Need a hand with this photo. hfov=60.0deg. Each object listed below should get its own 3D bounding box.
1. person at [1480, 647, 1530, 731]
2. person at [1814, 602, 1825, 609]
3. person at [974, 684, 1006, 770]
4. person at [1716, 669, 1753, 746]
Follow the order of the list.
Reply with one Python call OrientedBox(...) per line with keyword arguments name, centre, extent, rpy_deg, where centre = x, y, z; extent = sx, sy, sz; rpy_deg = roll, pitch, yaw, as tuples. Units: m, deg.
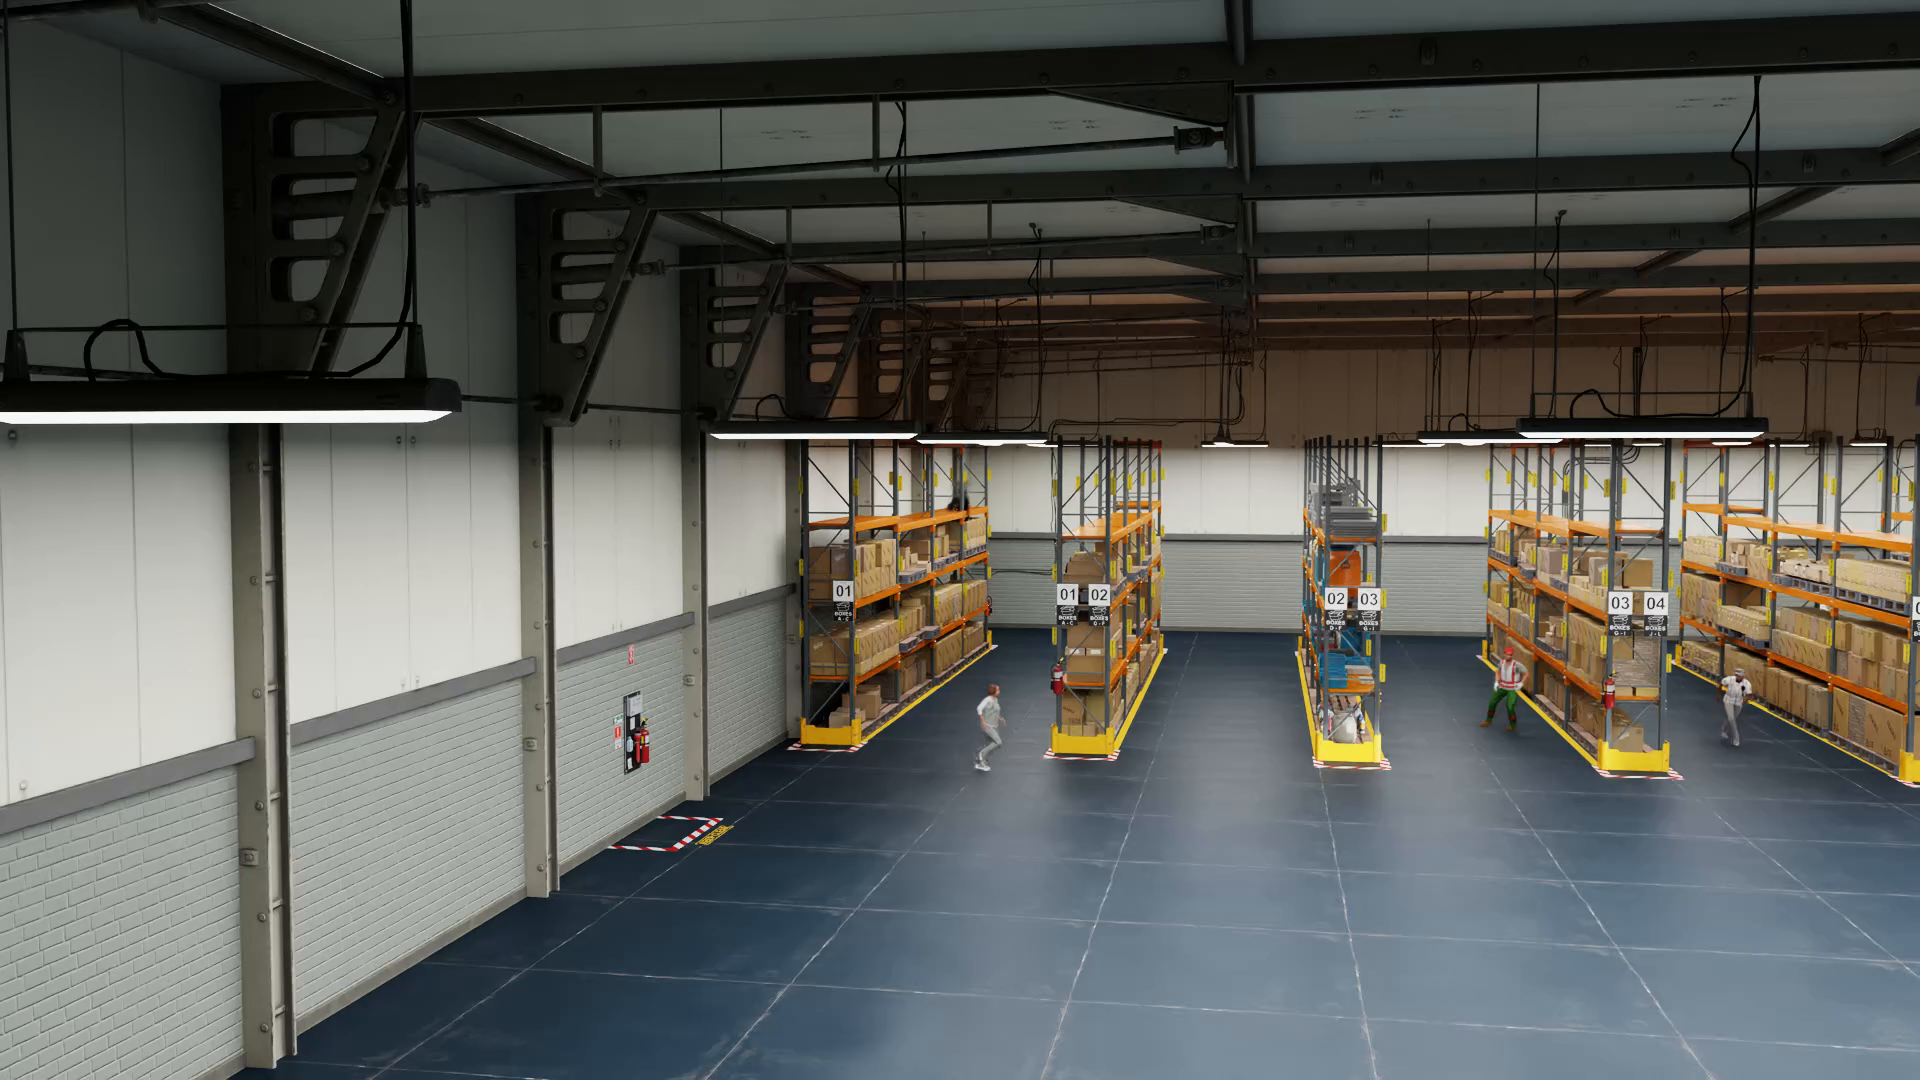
OrientedBox(name="person", centre=(11.125, 3.033, 34.040), extent=(0.454, 1.715, 0.970), rpy_deg=(-3, 4, -40))
OrientedBox(name="person", centre=(23.725, 2.389, 45.993), extent=(0.910, 1.684, 0.598), rpy_deg=(0, 3, -6))
OrientedBox(name="person", centre=(0.514, 3.340, 29.627), extent=(0.548, 1.556, 0.623), rpy_deg=(1, 3, 26))
OrientedBox(name="person", centre=(15.090, 3.206, 32.457), extent=(0.590, 1.499, 1.026), rpy_deg=(1, 3, 12))
